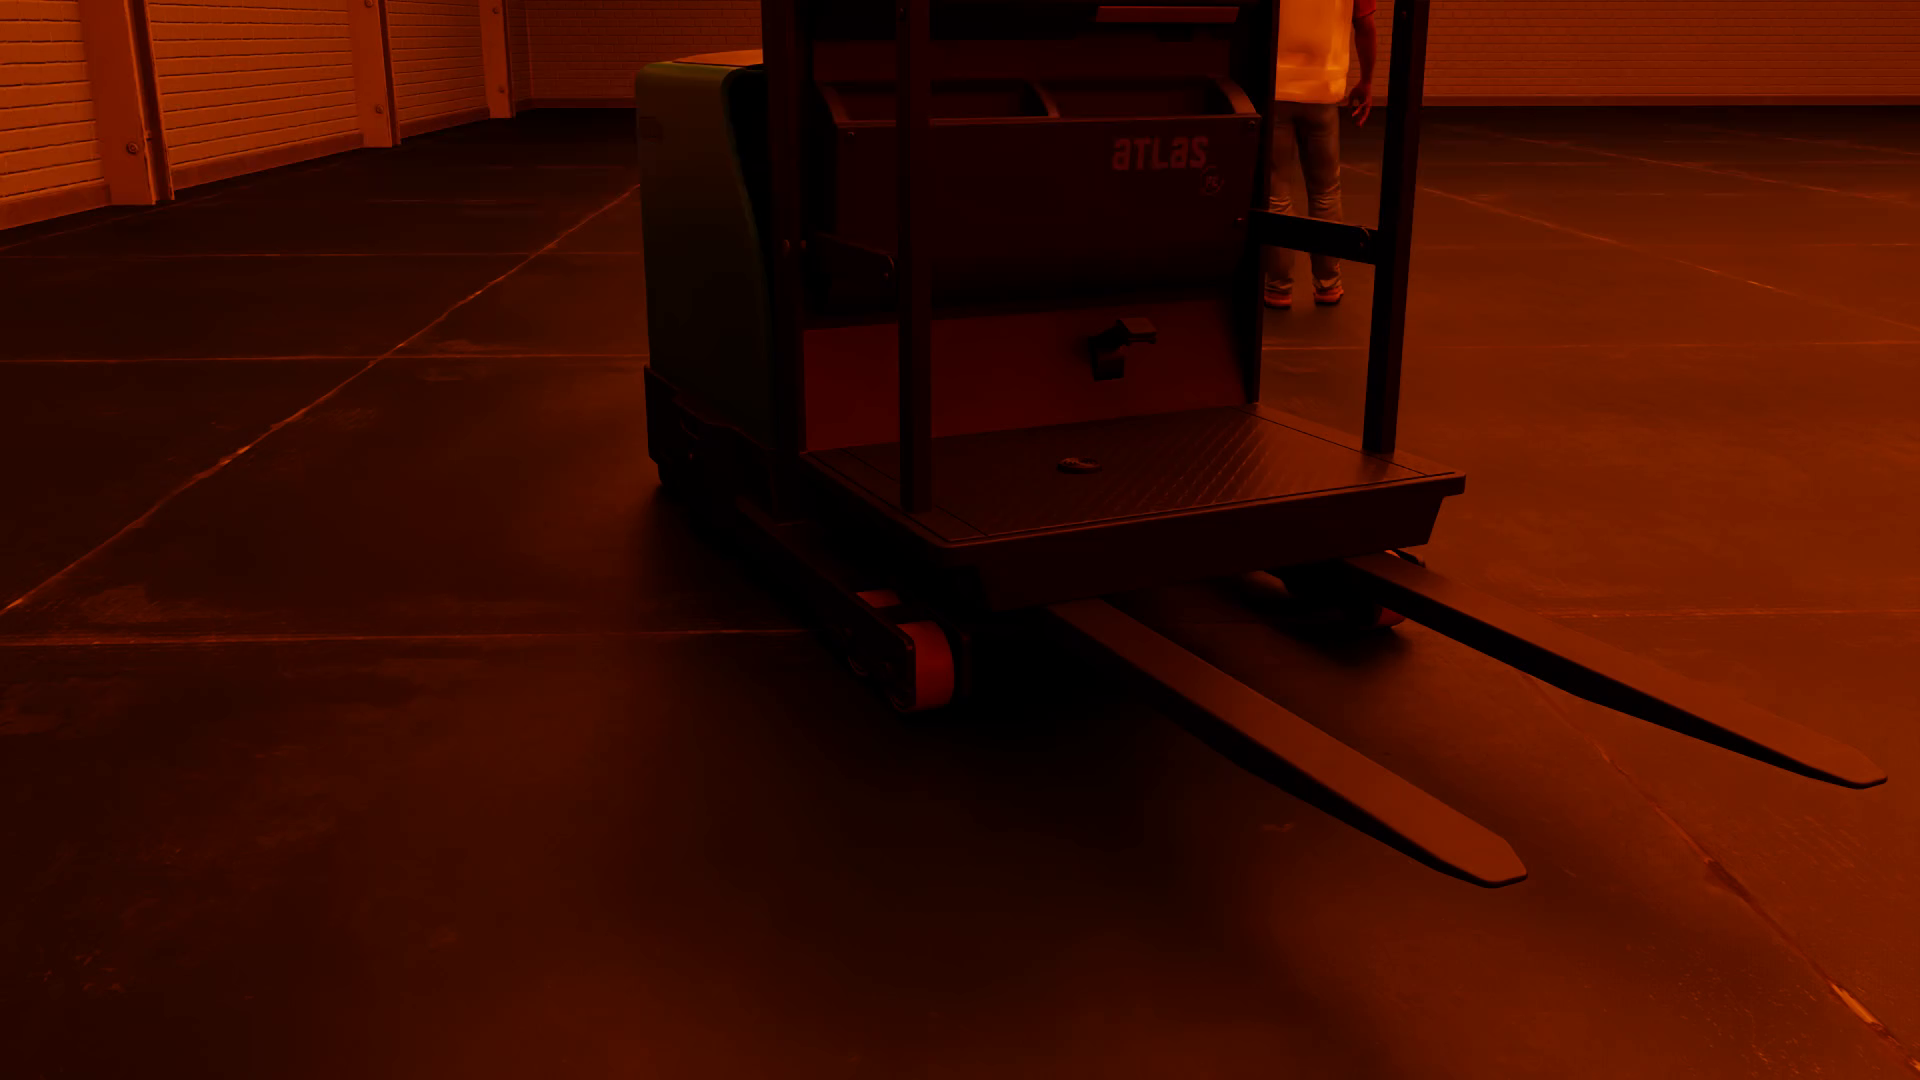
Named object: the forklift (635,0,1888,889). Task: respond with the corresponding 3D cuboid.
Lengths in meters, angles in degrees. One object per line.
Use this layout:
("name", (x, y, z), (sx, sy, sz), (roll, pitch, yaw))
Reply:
("forklift", (0.258, -1.240, 2.962), (1.130, 2.935, 3.031), (-8, 19, -24))

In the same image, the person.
("person", (1.401, -1.884, 7.034), (0.666, 1.766, 0.577), (0, 17, 0))
